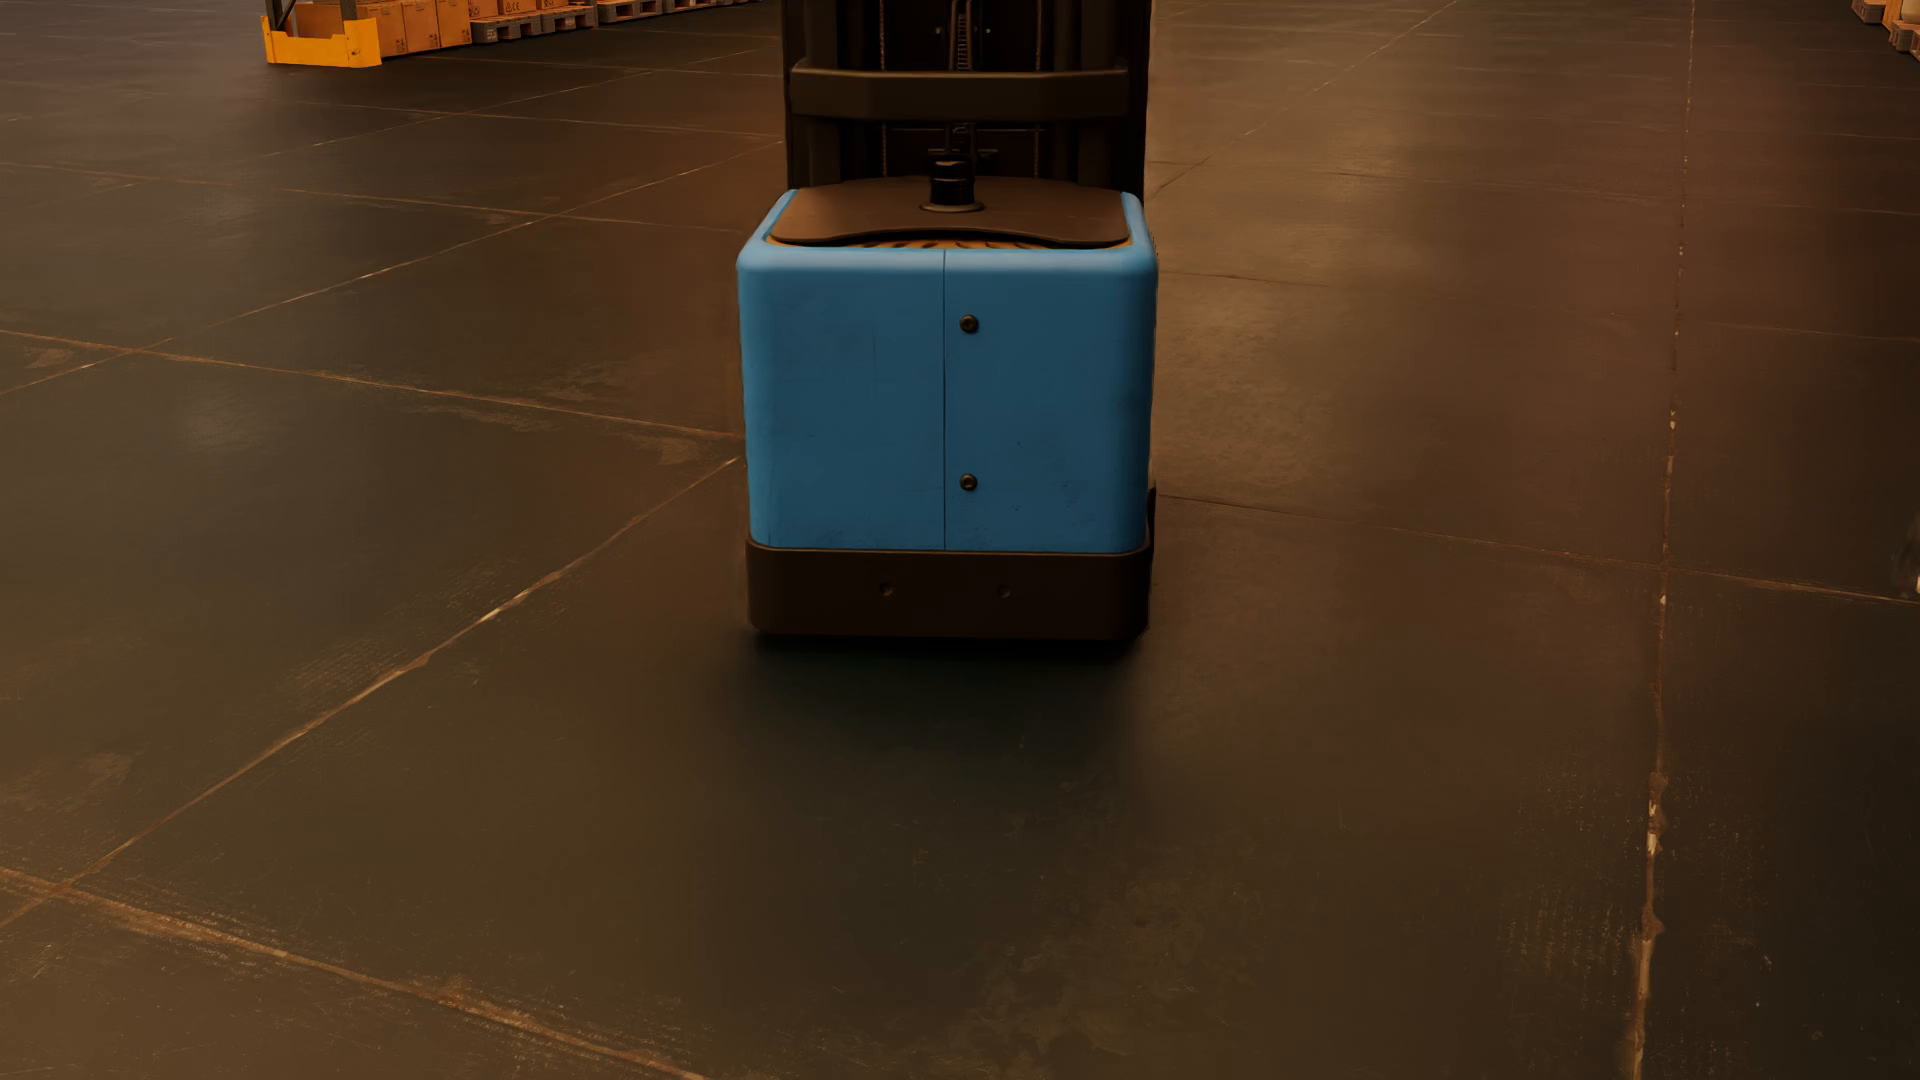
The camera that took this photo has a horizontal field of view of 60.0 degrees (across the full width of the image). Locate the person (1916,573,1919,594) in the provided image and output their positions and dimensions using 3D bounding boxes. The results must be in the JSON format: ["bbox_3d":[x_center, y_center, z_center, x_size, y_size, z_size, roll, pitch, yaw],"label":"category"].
[{"bbox_3d":[2.022,0.147,2.613,0.895,1.644,0.852,6,23,14],"label":"person"}]

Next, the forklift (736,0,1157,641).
[{"bbox_3d":[0.028,-1.616,5.158,1.130,2.935,3.031,1,23,2],"label":"forklift"}]
